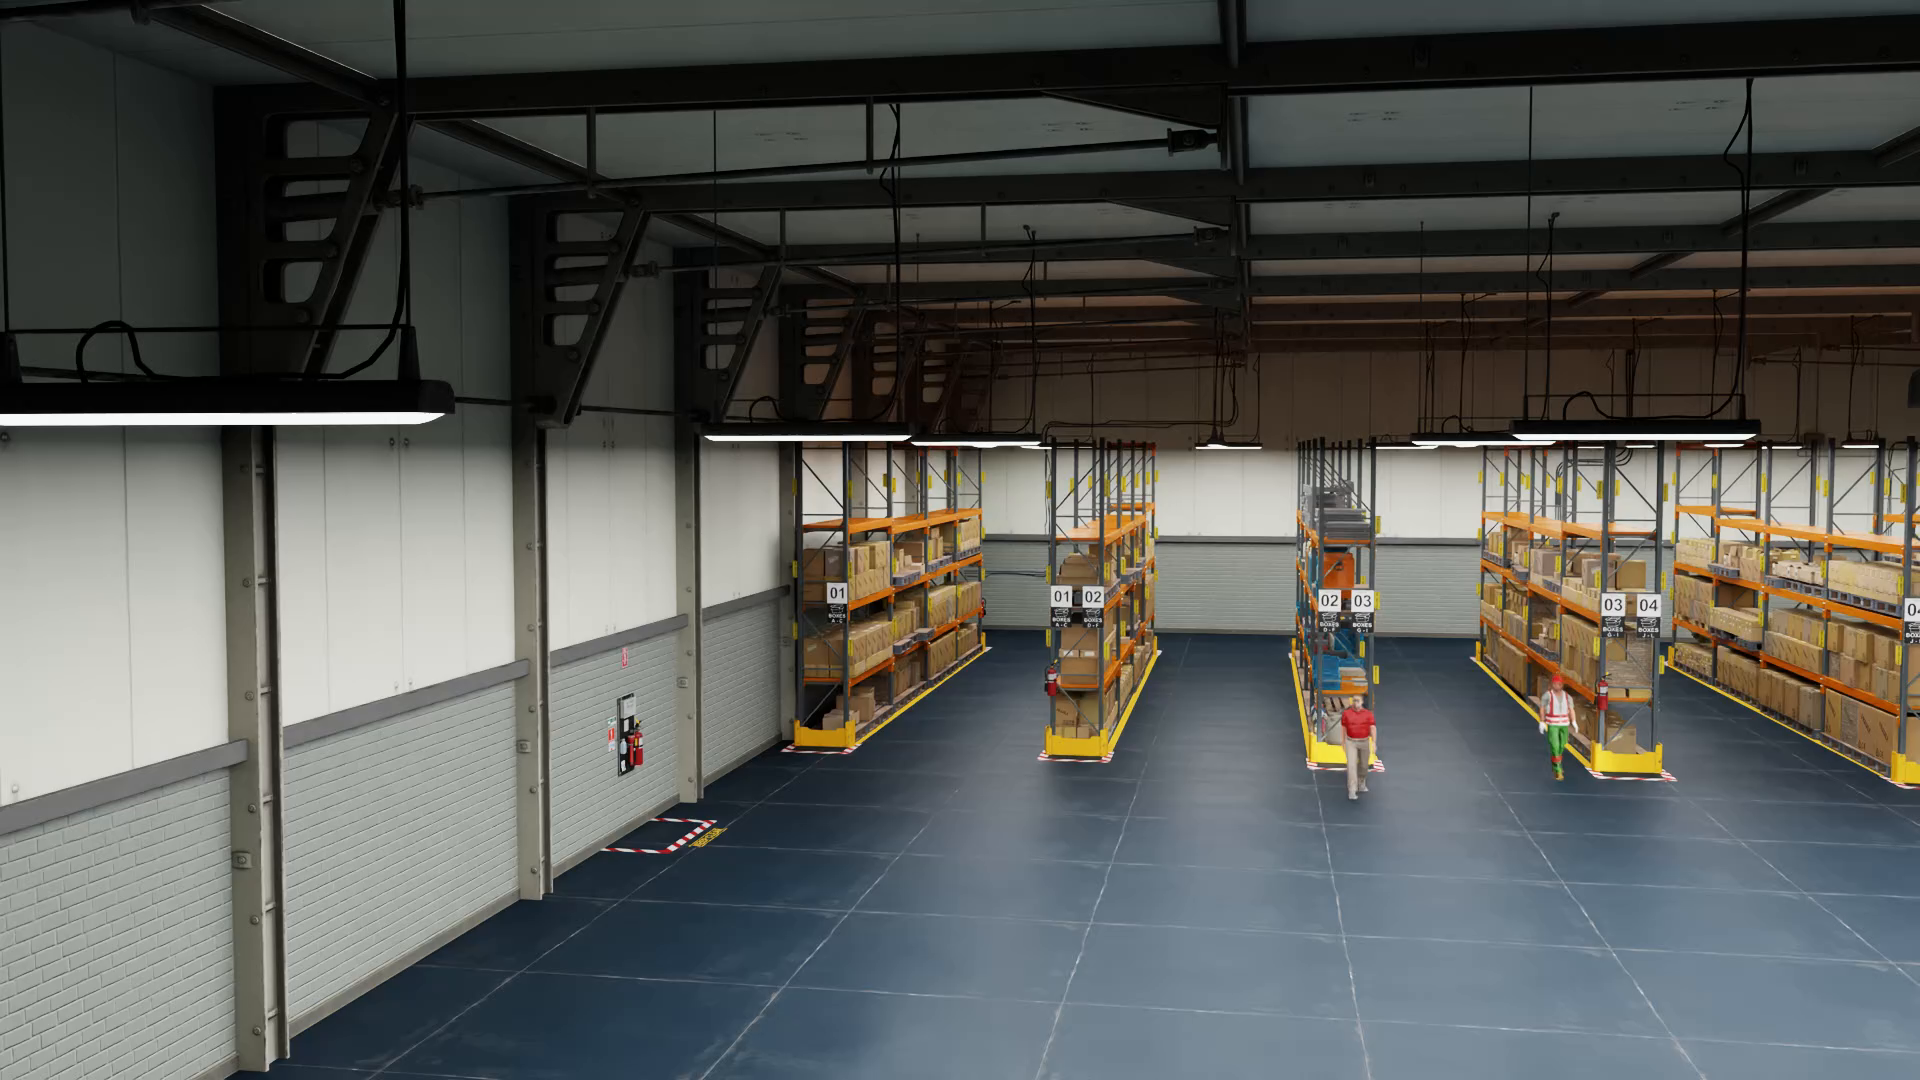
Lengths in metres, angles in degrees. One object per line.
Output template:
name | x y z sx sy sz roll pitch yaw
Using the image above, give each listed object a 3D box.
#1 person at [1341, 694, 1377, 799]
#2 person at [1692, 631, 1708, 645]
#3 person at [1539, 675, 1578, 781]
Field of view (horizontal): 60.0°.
person | 6.613 3.399 27.579 0.557 1.679 0.983 0 3 9
person | 21.134 2.317 47.338 0.804 1.755 0.606 -2 4 -34
person | 10.552 3.302 29.298 0.568 1.830 0.727 0 3 -3
